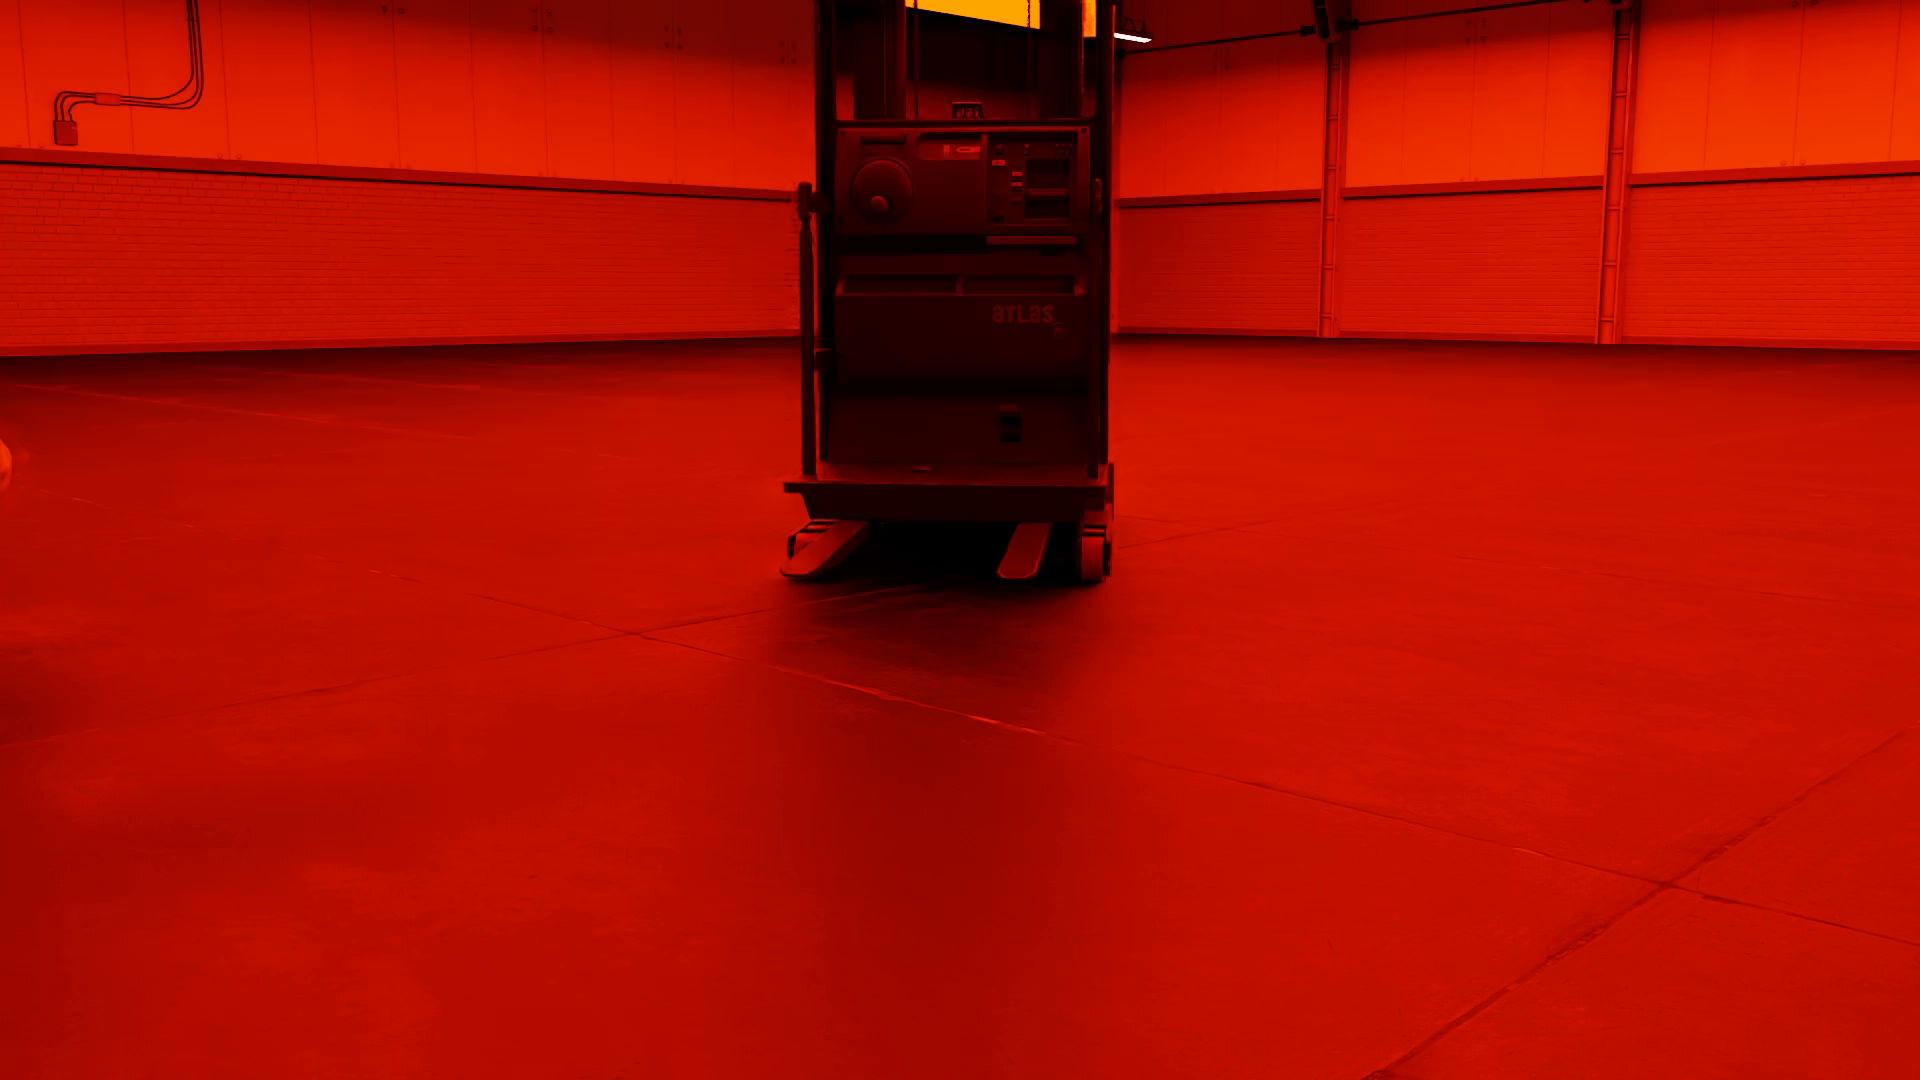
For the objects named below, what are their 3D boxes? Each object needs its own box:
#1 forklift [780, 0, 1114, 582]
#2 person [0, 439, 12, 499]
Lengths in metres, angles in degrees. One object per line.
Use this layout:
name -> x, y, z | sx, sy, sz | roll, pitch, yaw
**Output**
forklift -> -0.011, -1.353, 5.859 | 1.130, 2.935, 3.031 | 1, 9, 5
person -> -3.112, -0.496, 4.820 | 0.585, 1.571, 0.823 | -5, 10, -31
